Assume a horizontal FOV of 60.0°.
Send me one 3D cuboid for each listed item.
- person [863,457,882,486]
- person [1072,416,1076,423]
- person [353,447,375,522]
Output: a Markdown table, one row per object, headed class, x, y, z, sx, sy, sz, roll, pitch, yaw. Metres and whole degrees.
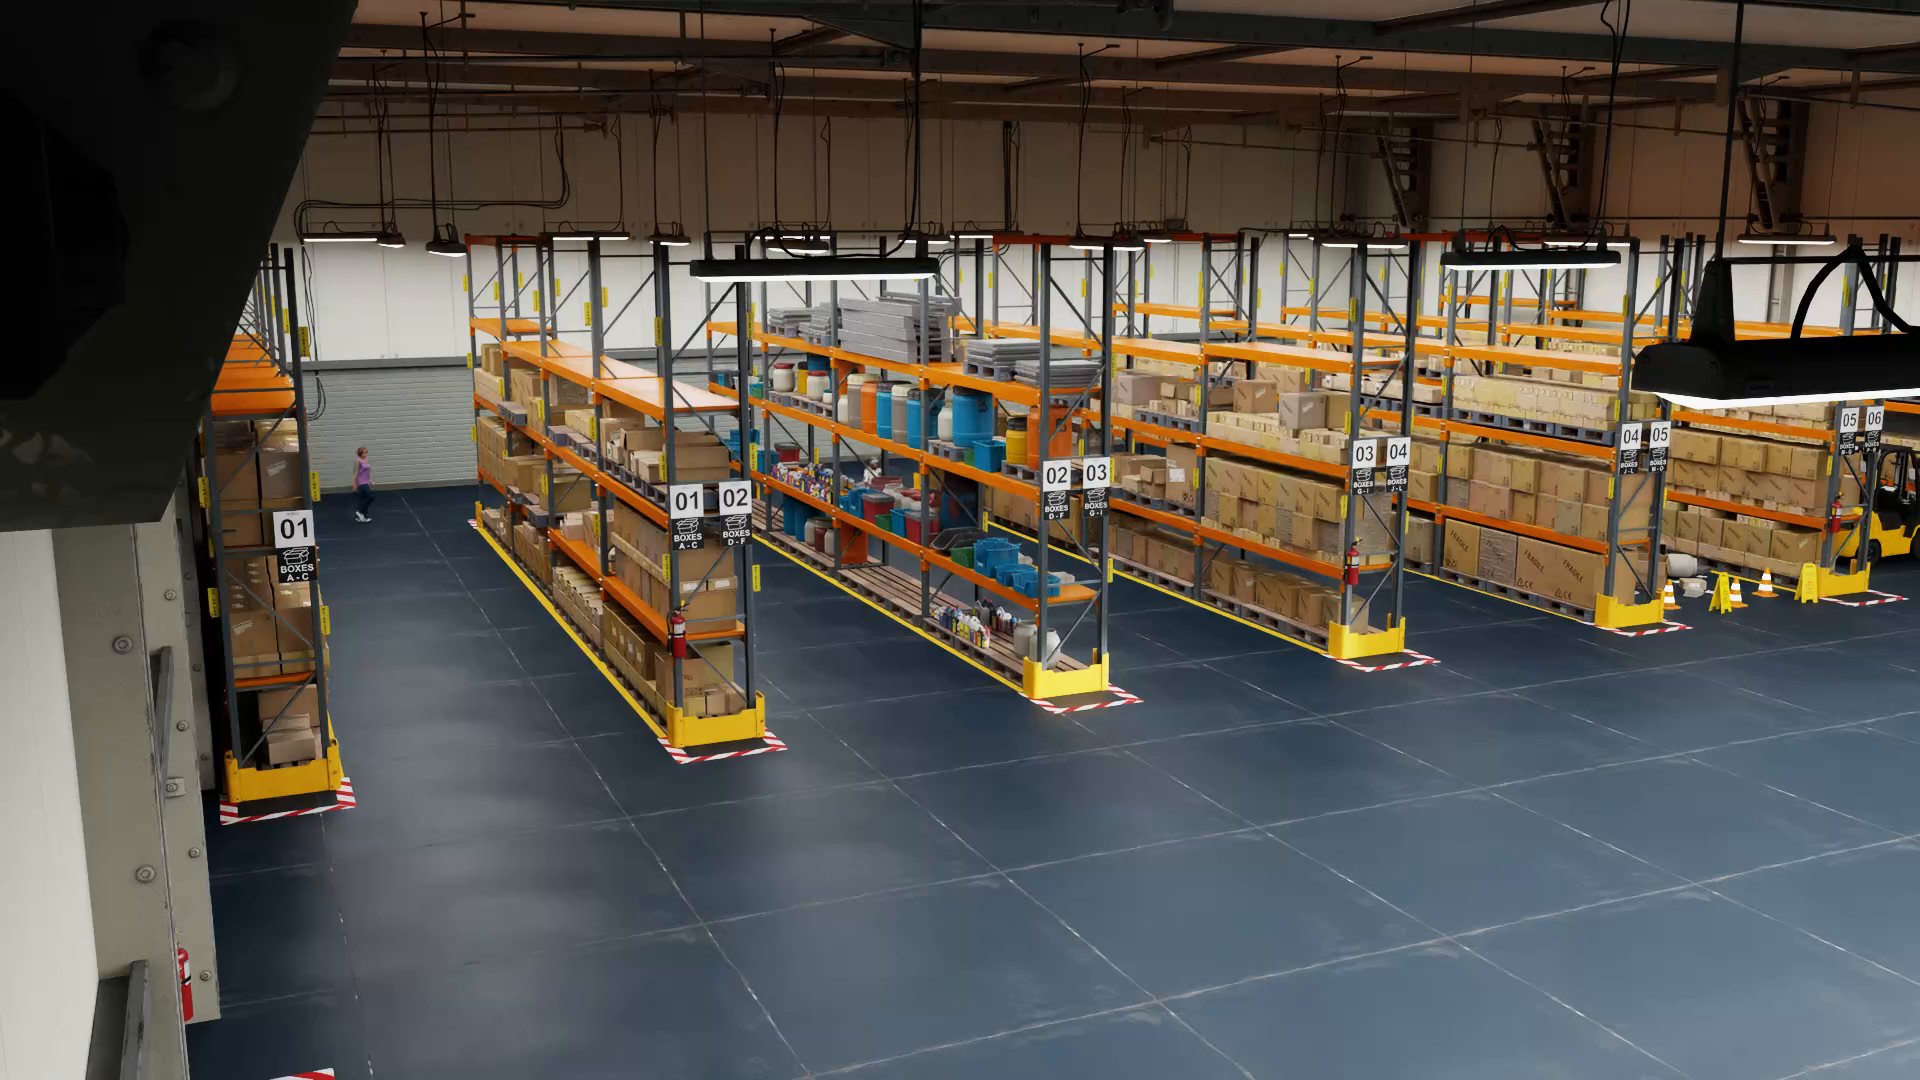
| class | x | y | z | sx | sy | sz | roll | pitch | yaw |
| --- | --- | --- | --- | --- | --- | --- | --- | --- | --- |
| person | -1.694 | -0.891 | 33.373 | 0.476 | 1.610 | 0.985 | -6 | 13 | -29 |
| person | 2.602 | -2.367 | 40.965 | 0.441 | 1.633 | 0.514 | -9 | 14 | -40 |
| person | -12.529 | -1.172 | 34.938 | 0.439 | 1.590 | 0.436 | -2 | 11 | -13 |
